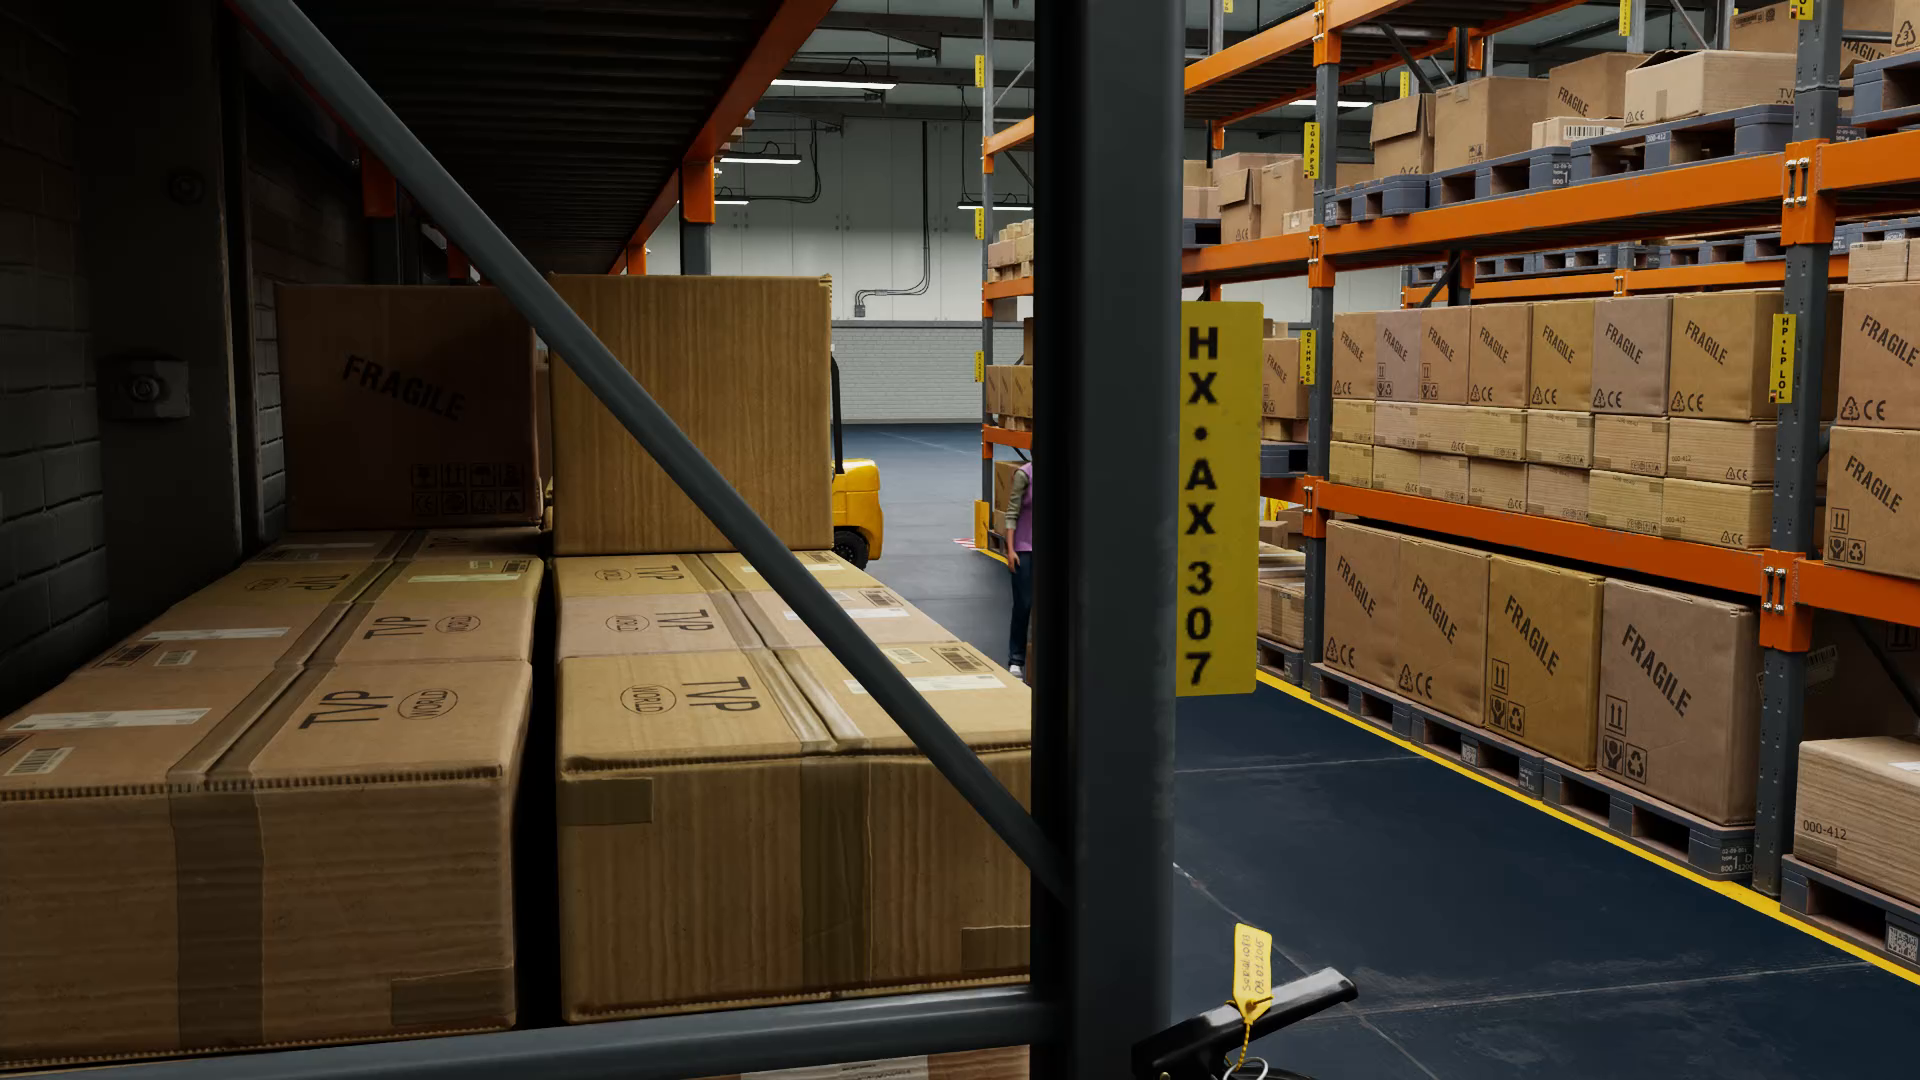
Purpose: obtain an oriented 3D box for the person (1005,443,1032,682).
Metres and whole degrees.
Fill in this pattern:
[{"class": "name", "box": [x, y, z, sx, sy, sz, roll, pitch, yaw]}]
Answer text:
[{"class": "person", "box": [0.509, 0.094, 10.536, 0.469, 1.592, 0.377, -2, 7, -16]}]
